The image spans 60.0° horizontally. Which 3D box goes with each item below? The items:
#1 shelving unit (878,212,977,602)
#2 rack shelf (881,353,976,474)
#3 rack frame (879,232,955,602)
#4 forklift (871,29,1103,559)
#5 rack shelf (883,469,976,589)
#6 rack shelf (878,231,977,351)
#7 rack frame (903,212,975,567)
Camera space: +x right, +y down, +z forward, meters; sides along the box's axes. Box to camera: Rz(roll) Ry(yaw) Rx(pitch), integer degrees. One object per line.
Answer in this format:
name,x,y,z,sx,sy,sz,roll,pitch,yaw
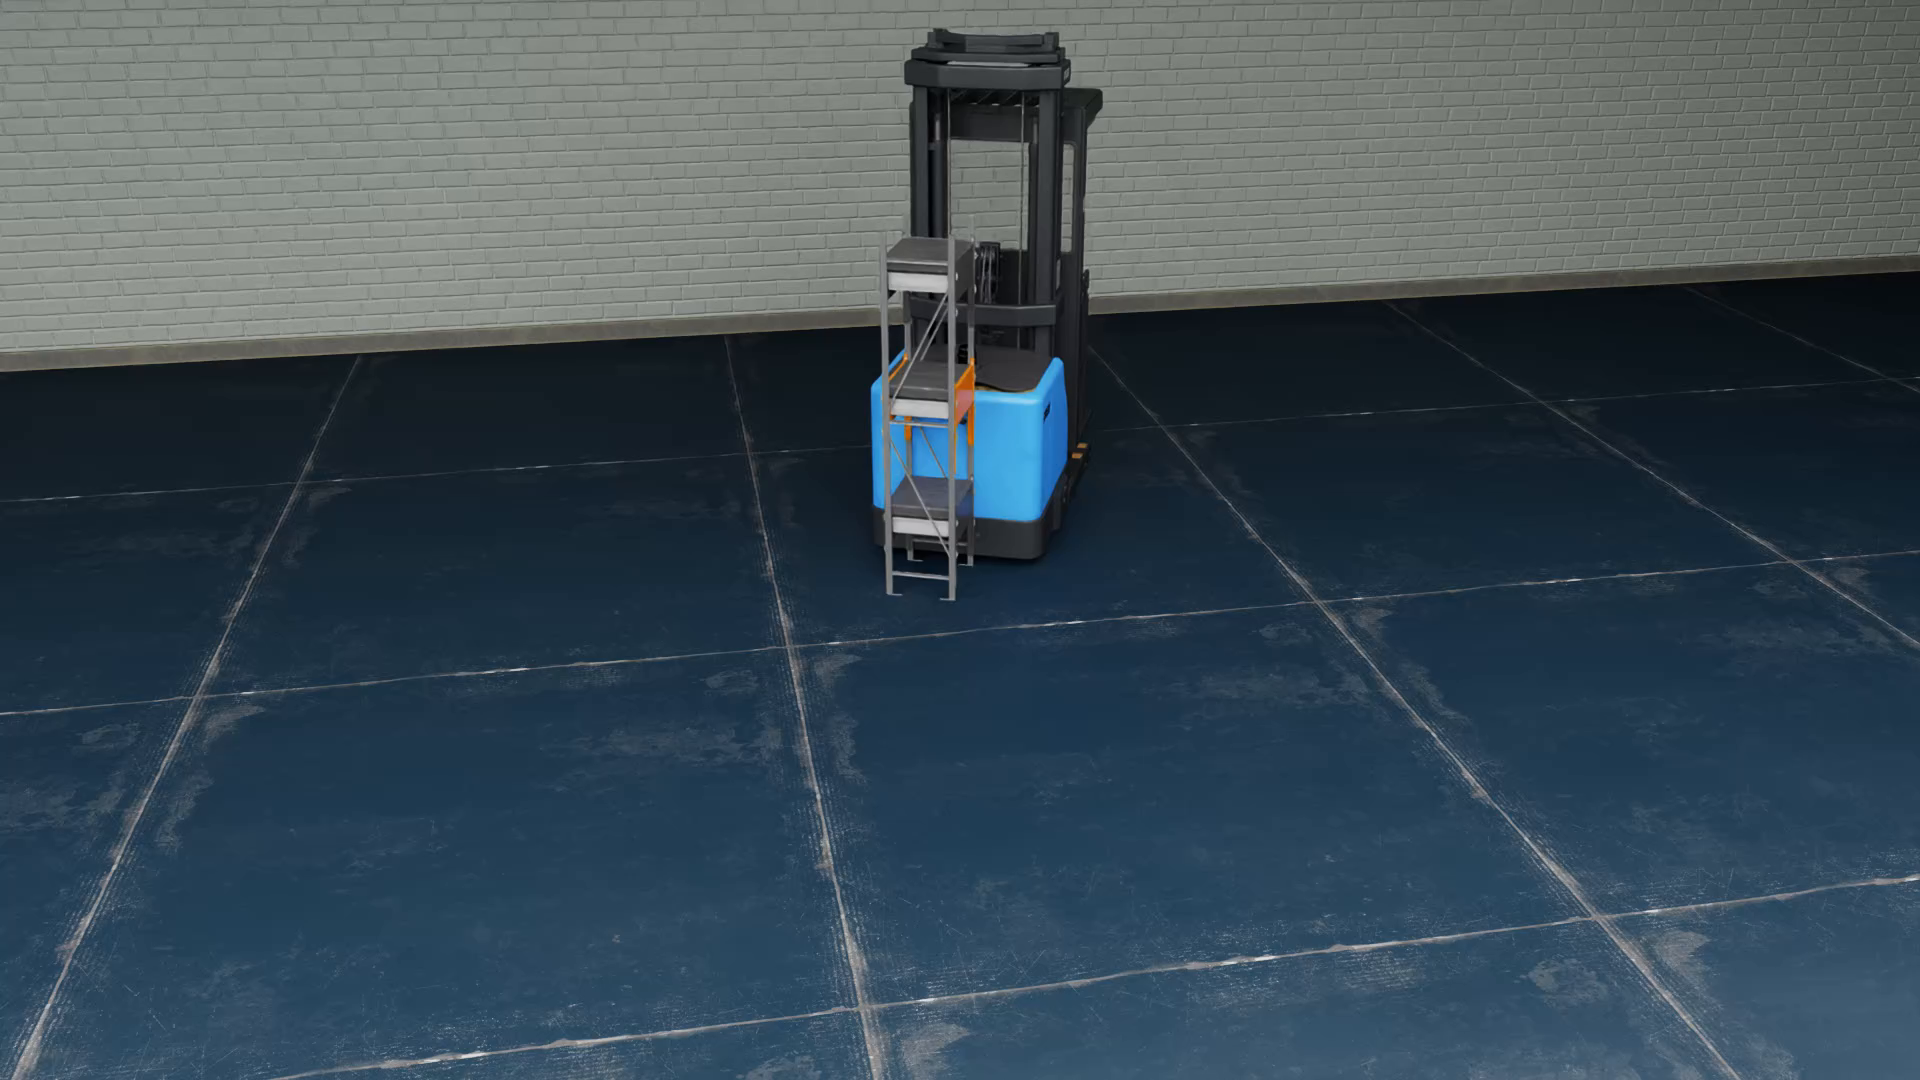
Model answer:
shelving unit,-0.171,-0.724,9.284,0.431,2.100,0.503,5,24,11
rack shelf,-0.171,-0.711,9.289,0.431,0.518,0.480,5,24,11
rack frame,-0.224,-0.629,9.066,0.400,2.100,0.015,5,24,11
forklift,0.285,-1.791,10.690,1.130,2.935,3.031,5,24,11
rack shelf,-0.171,-0.070,9.570,0.431,0.518,0.480,5,24,11
rack shelf,-0.171,-1.353,9.009,0.431,0.518,0.480,5,24,11
rack frame,-0.118,-0.819,9.502,0.400,2.100,0.015,5,24,11
